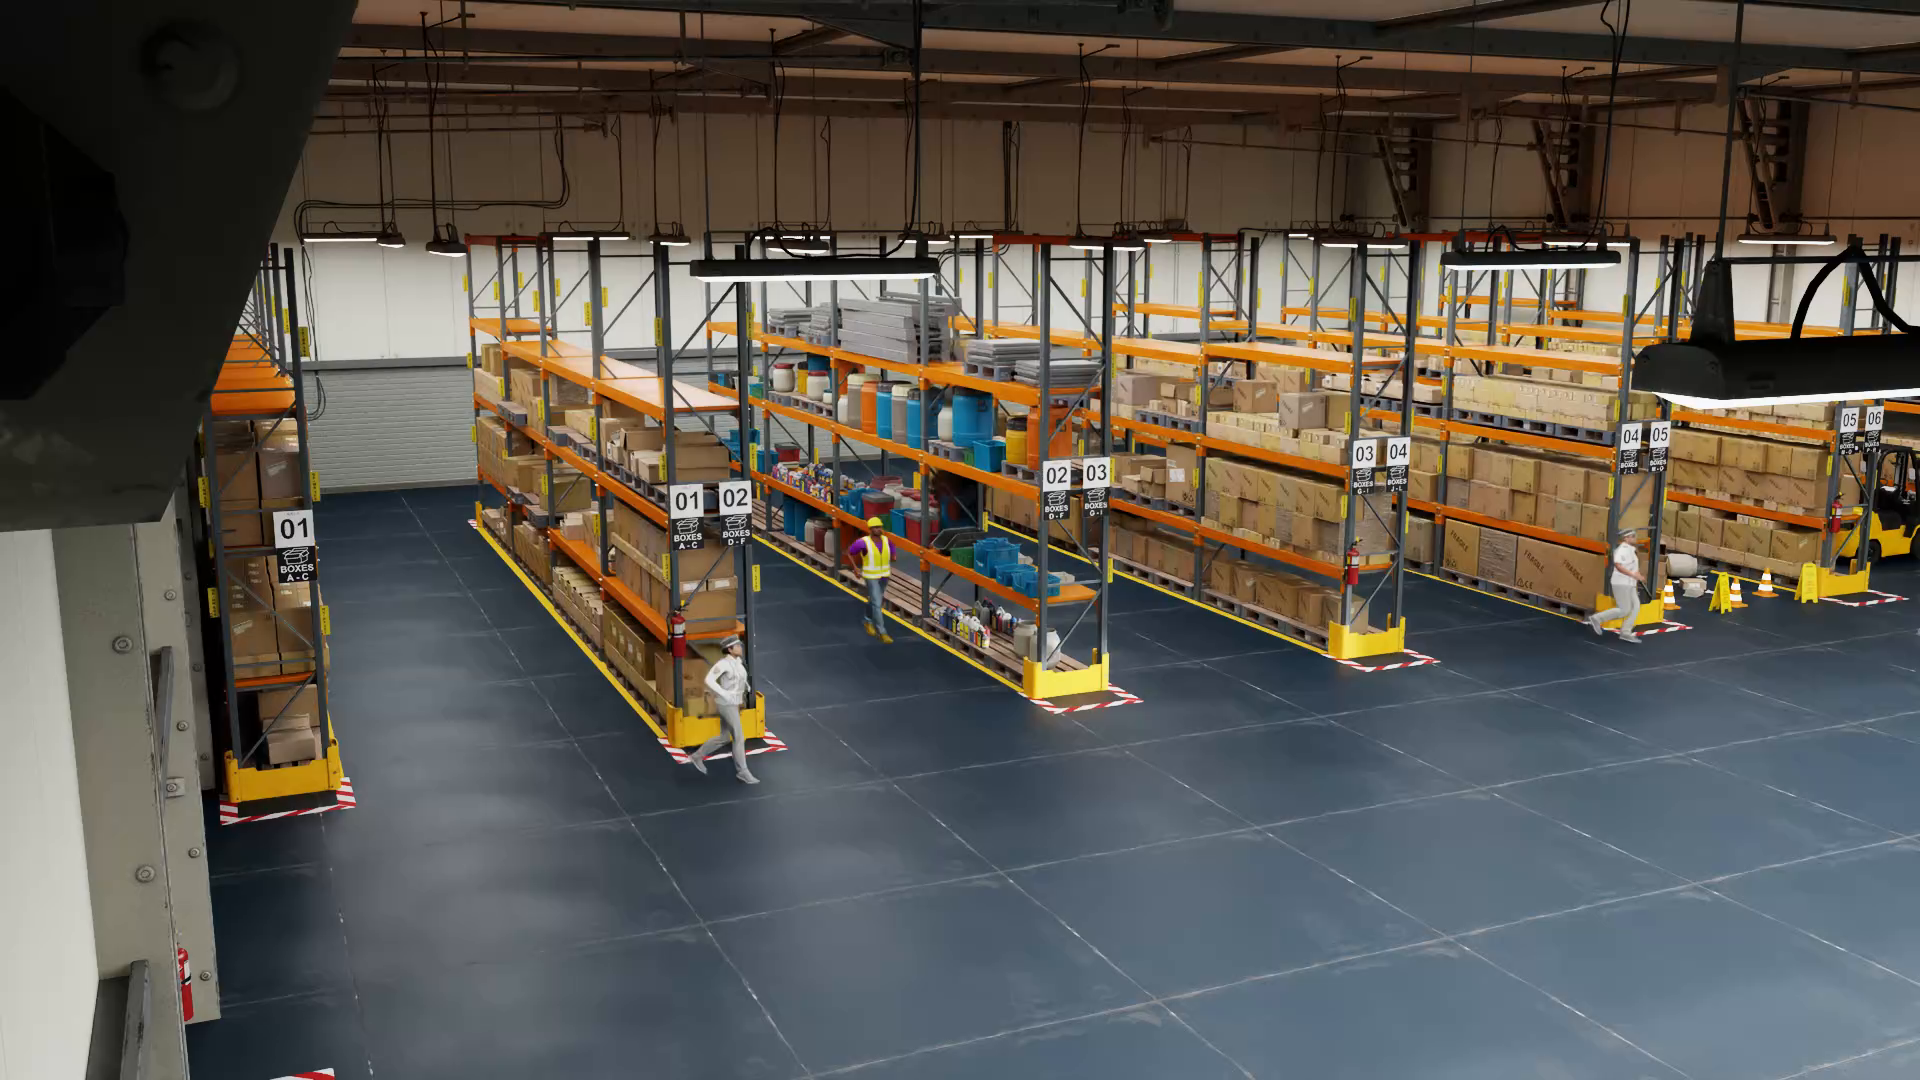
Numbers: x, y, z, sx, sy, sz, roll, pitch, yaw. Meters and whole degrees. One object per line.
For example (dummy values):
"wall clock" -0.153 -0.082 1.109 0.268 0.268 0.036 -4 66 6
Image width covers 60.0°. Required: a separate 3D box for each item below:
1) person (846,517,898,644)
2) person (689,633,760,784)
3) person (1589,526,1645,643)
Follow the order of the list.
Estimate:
"person" -1.194 0.566 23.982 0.700 1.804 0.920 -8 14 -36
"person" -2.668 1.902 19.029 0.862 1.708 0.626 2 11 11
"person" 10.009 0.654 25.224 0.762 1.769 0.678 6 12 28
